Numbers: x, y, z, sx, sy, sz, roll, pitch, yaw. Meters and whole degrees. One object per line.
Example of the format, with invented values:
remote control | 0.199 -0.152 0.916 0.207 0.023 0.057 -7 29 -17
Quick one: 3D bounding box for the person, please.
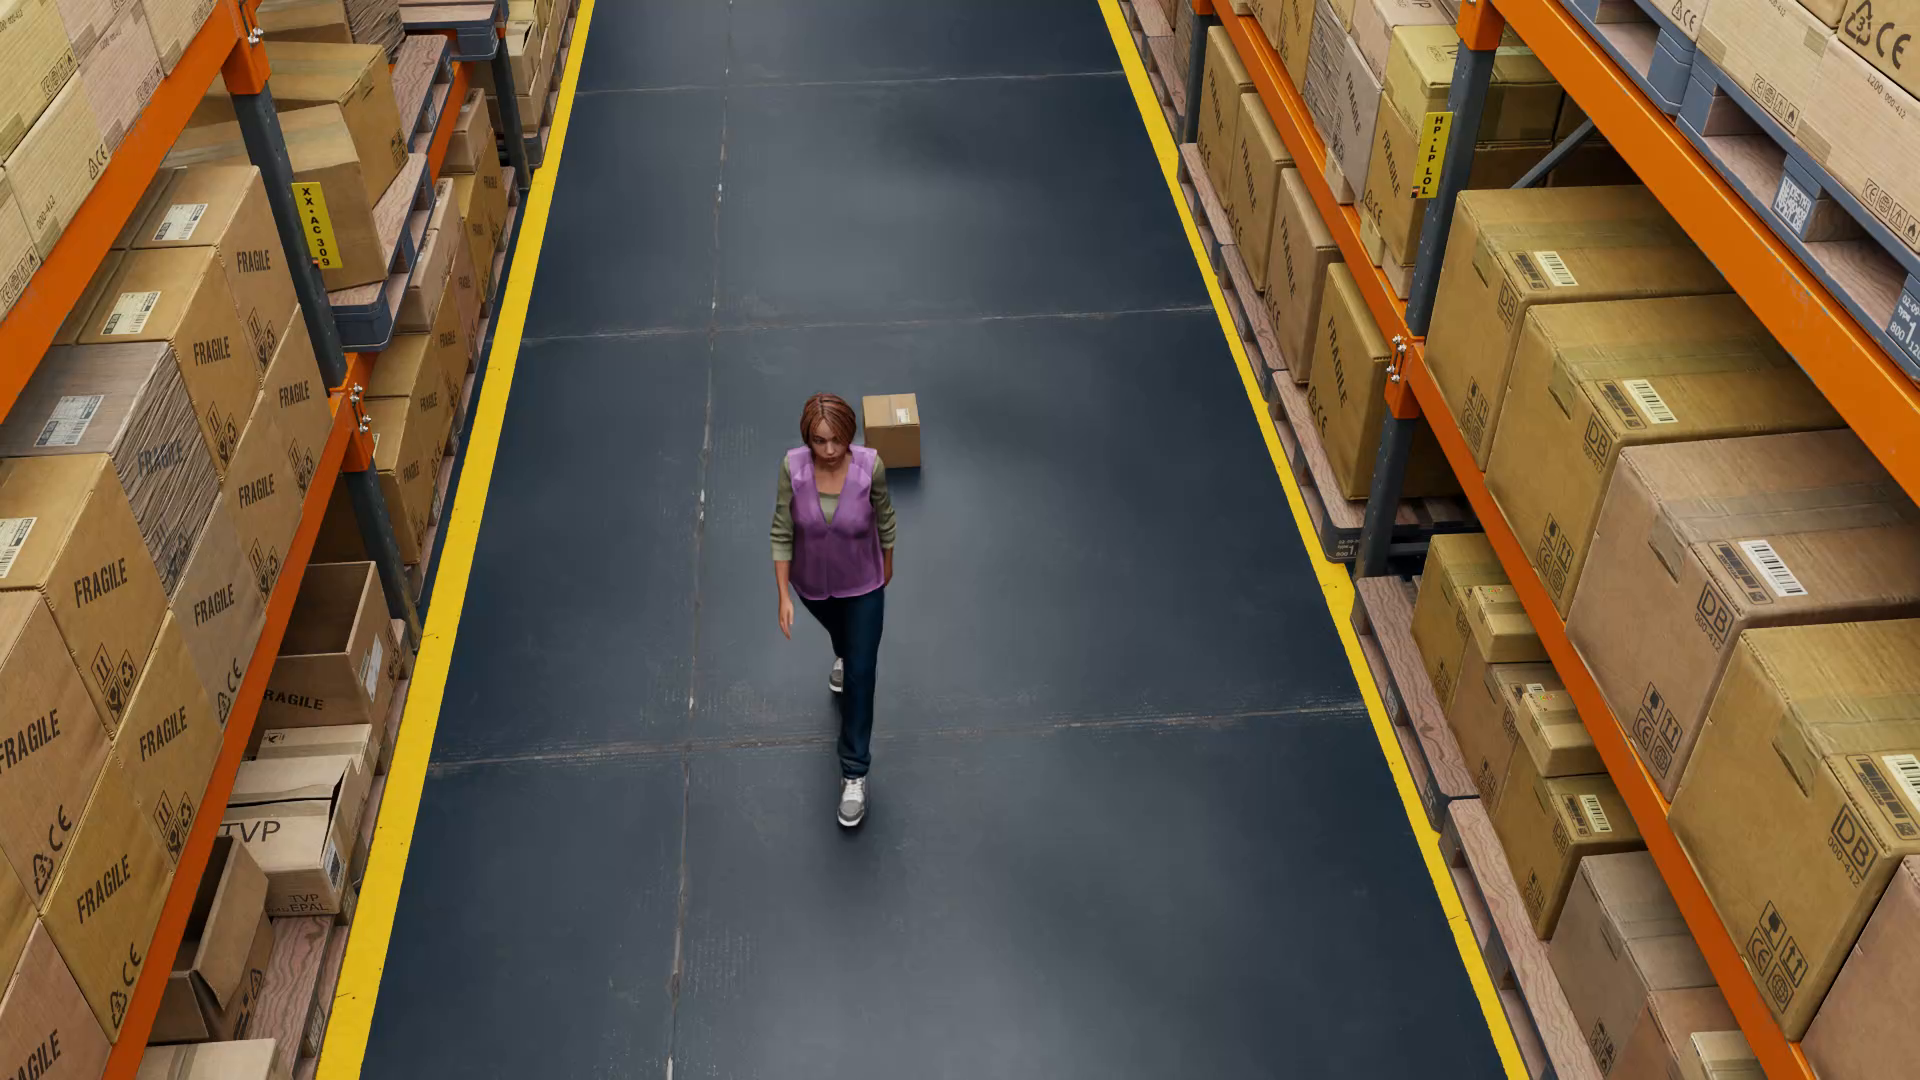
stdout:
person | -0.453 0.167 5.945 0.428 1.526 0.954 4 40 4
